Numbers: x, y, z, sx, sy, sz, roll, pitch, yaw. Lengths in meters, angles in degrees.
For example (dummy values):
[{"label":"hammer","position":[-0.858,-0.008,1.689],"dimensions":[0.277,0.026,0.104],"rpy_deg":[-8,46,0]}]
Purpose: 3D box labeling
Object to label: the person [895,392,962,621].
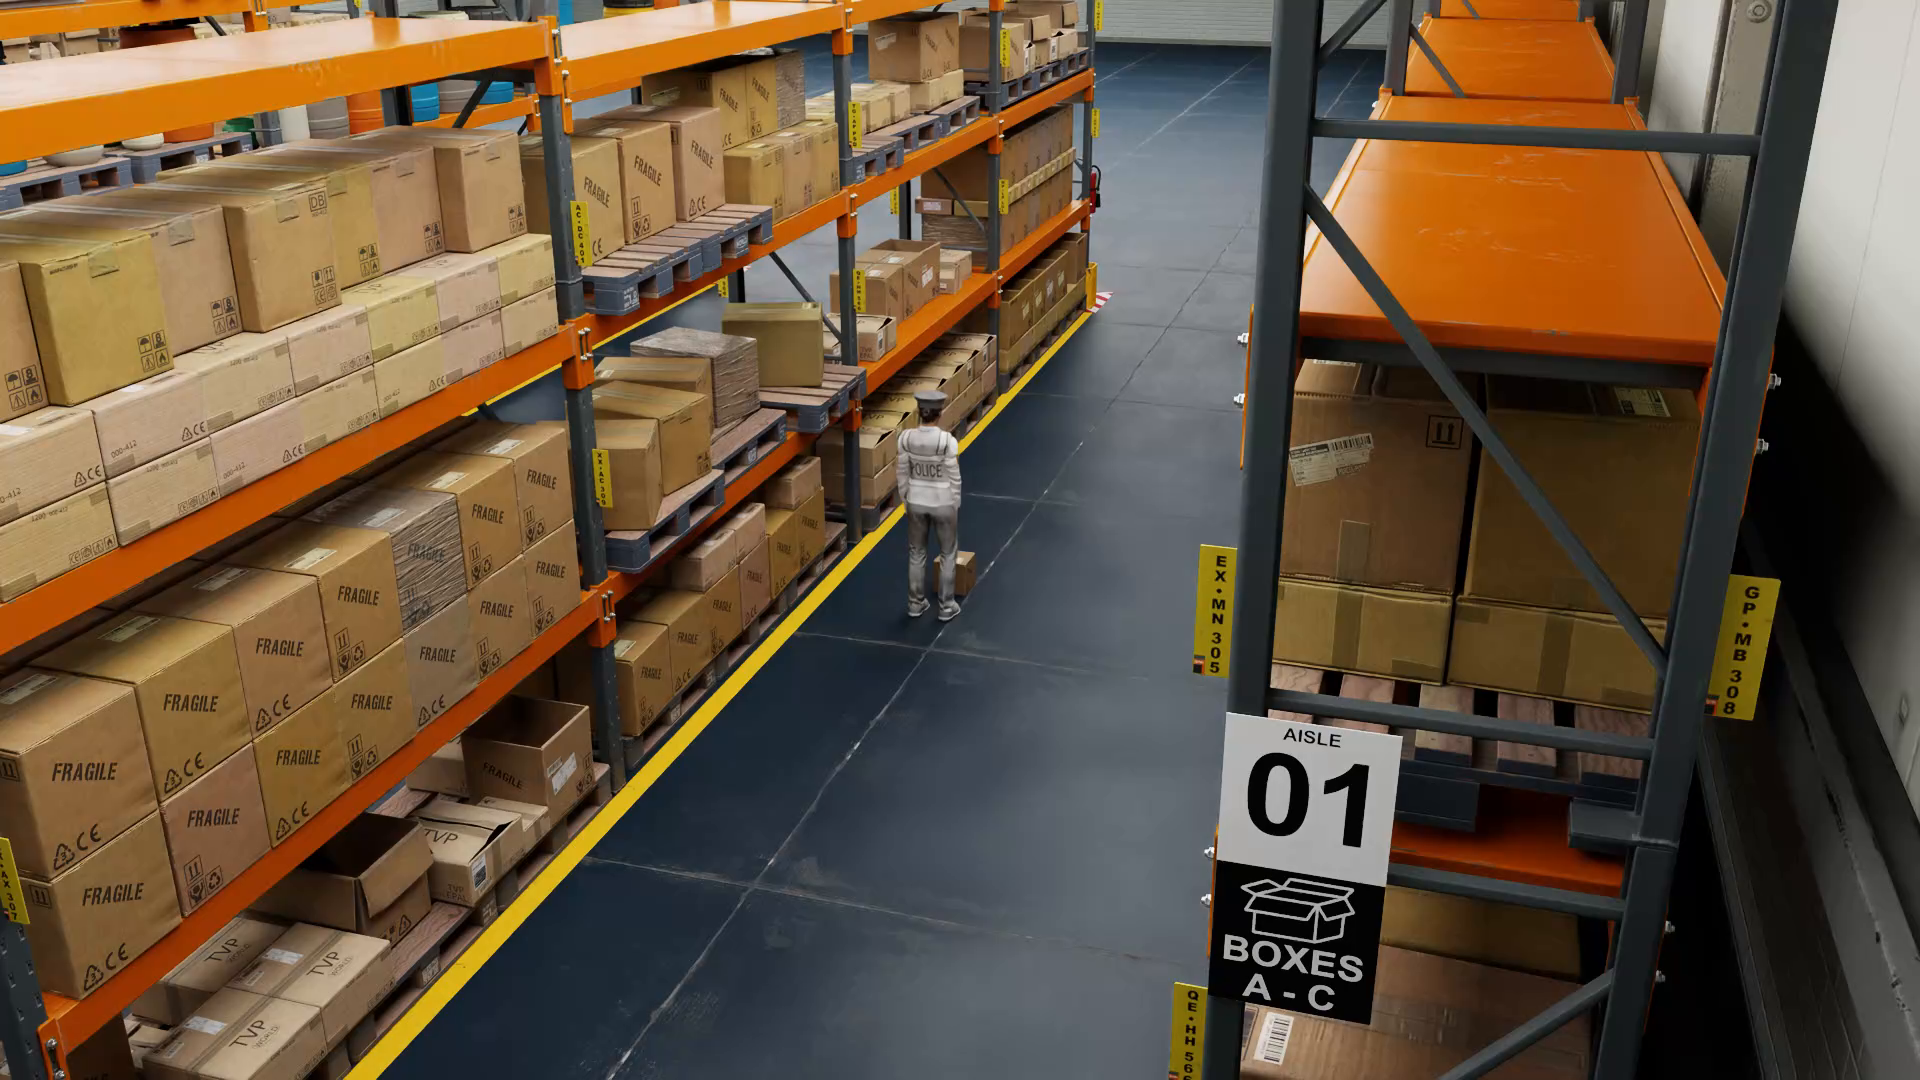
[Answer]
[{"label":"person","position":[-0.213,-0.235,11.695],"dimensions":[0.481,1.654,0.366],"rpy_deg":[7,23,17]}]
